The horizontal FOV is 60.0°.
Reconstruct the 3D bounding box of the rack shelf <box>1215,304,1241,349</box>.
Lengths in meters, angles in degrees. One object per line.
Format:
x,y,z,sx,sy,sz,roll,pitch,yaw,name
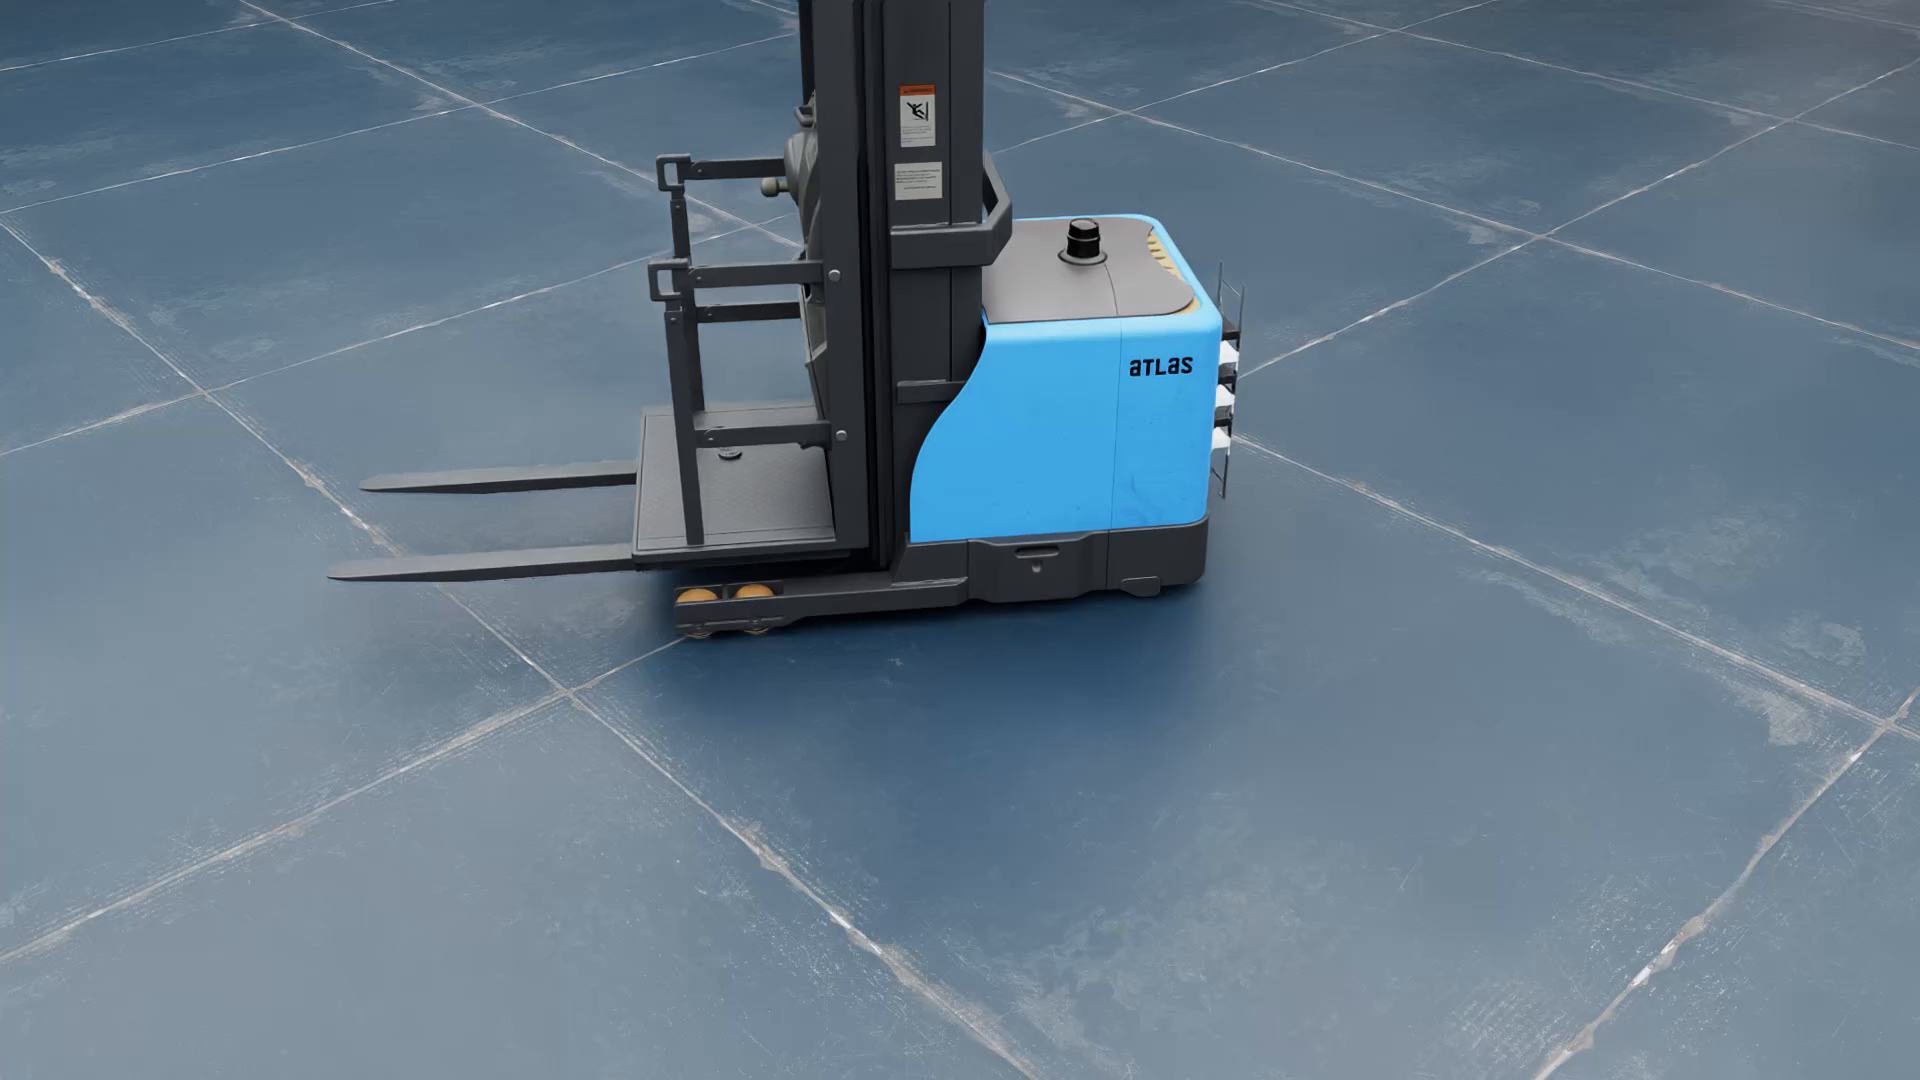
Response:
0.908,-0.790,6.226,0.200,0.077,0.258,-8,32,-12,rack shelf

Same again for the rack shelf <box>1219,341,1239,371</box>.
0.908,-0.713,6.273,0.200,0.077,0.258,-8,32,-12,rack shelf

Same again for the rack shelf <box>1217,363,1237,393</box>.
0.908,-0.637,6.320,0.200,0.077,0.258,-8,32,-12,rack shelf

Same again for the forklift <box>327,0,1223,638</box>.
-0.683,-1.209,5.418,3.031,2.935,1.130,-4,32,-6,forklift

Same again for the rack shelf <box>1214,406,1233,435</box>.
0.908,-0.483,6.414,0.200,0.077,0.258,-8,32,-12,rack shelf

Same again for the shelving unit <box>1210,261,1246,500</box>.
0.908,-0.588,6.350,0.210,0.900,0.258,-8,32,-12,shelving unit

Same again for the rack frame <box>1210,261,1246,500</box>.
1.006,-0.602,6.371,0.006,0.900,0.240,-8,32,-12,rack frame

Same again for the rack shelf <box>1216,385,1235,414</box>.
0.908,-0.560,6.367,0.200,0.077,0.258,-8,32,-12,rack shelf

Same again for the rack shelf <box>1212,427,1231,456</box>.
0.908,-0.406,6.461,0.200,0.077,0.258,-8,32,-12,rack shelf
